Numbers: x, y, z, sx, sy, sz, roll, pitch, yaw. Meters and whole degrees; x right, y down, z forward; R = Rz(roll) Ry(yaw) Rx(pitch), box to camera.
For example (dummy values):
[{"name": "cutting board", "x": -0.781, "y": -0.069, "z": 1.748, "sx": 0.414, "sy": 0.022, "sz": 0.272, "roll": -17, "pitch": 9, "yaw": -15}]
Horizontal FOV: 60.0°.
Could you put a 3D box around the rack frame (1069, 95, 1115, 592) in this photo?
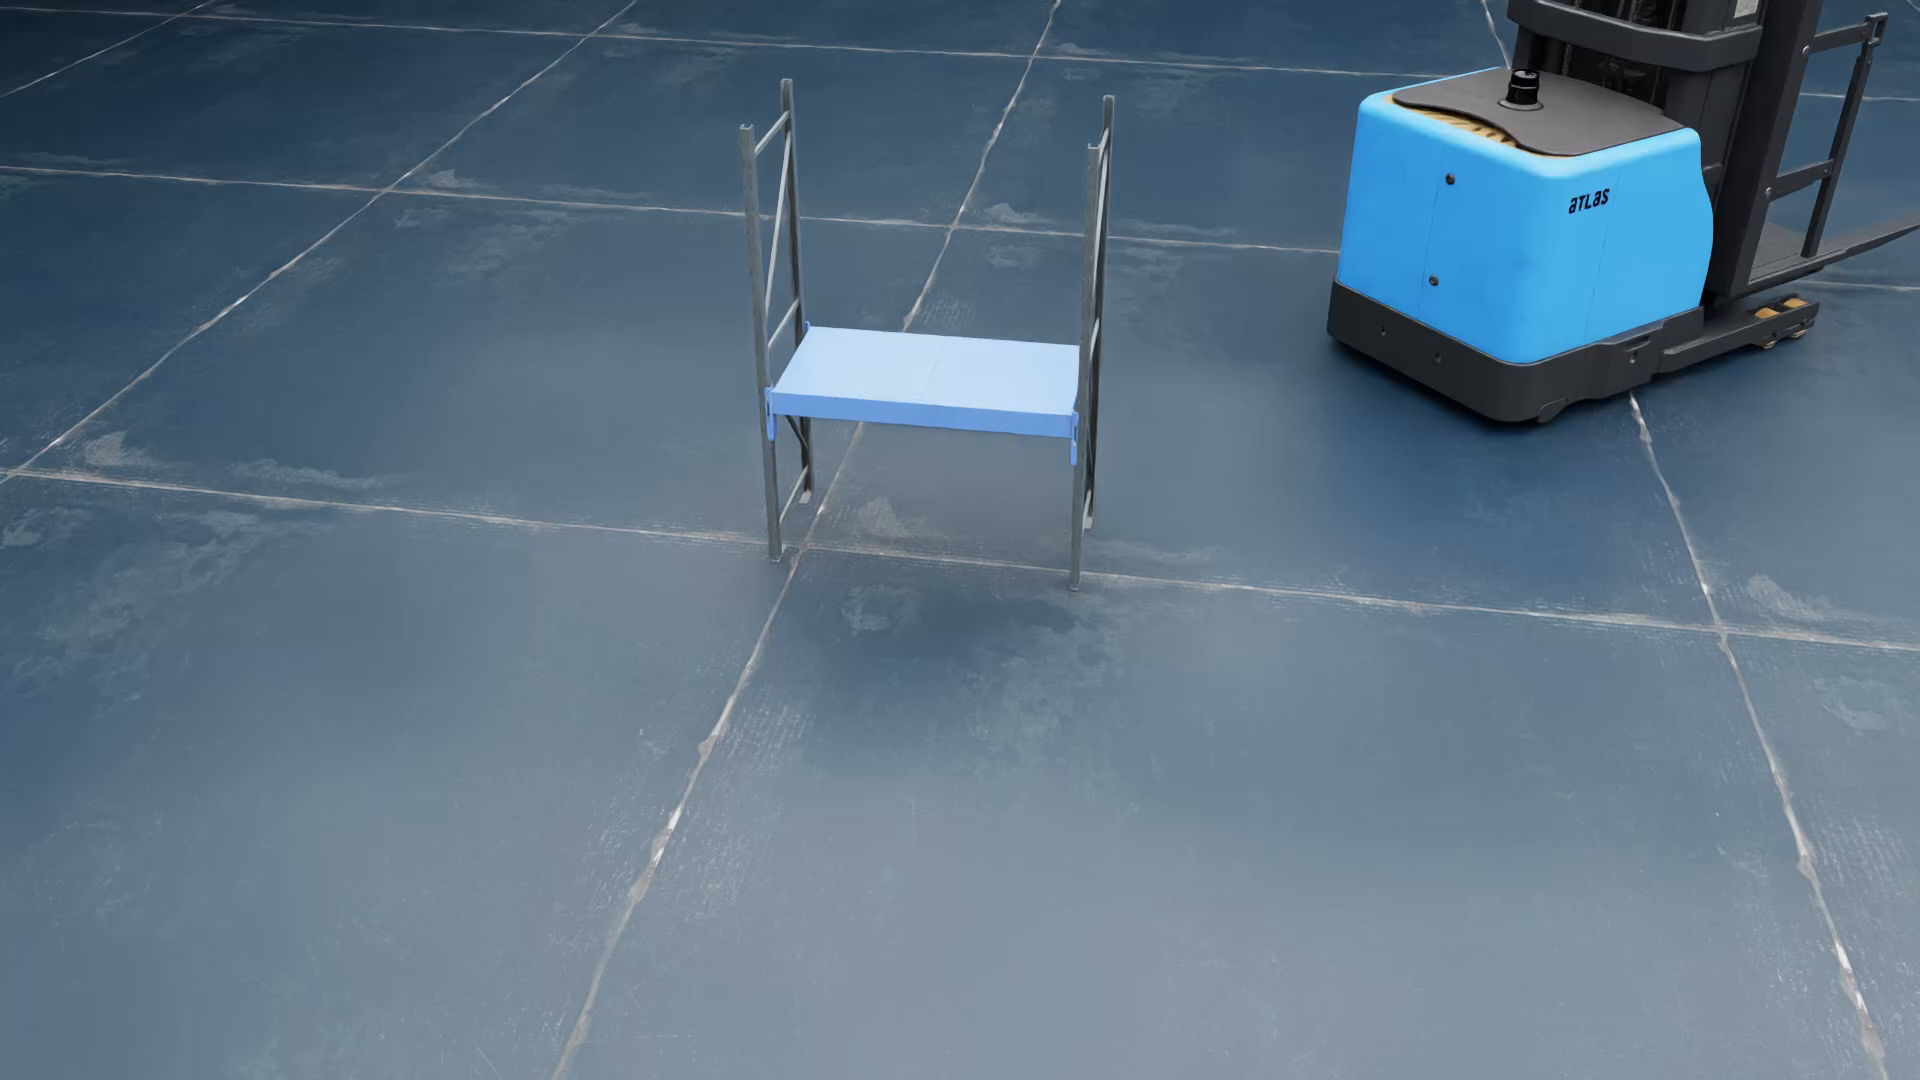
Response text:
[{"name": "rack frame", "x": 0.417, "y": -0.598, "z": 5.292, "sx": 0.032, "sy": 1.500, "sz": 0.500, "roll": 5, "pitch": 32, "yaw": 8}]

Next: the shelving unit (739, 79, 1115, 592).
[{"name": "shelving unit", "x": -0.084, "y": -0.643, "z": 5.364, "sx": 1.048, "sy": 1.500, "sz": 0.538, "roll": 5, "pitch": 32, "yaw": 8}]

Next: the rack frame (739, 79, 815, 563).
[{"name": "rack frame", "x": -0.585, "y": -0.689, "z": 5.437, "sx": 0.032, "sy": 1.500, "sz": 0.500, "roll": 5, "pitch": 32, "yaw": 8}]

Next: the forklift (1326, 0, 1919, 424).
[{"name": "forklift", "x": 3.068, "y": -2.272, "z": 6.618, "sx": 3.031, "sy": 2.935, "sz": 1.130, "roll": -19, "pitch": 37, "yaw": -27}]

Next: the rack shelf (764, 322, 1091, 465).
[{"name": "rack shelf", "x": -0.084, "y": -0.491, "z": 5.460, "sx": 1.000, "sy": 0.185, "sz": 0.538, "roll": 5, "pitch": 32, "yaw": 8}]
